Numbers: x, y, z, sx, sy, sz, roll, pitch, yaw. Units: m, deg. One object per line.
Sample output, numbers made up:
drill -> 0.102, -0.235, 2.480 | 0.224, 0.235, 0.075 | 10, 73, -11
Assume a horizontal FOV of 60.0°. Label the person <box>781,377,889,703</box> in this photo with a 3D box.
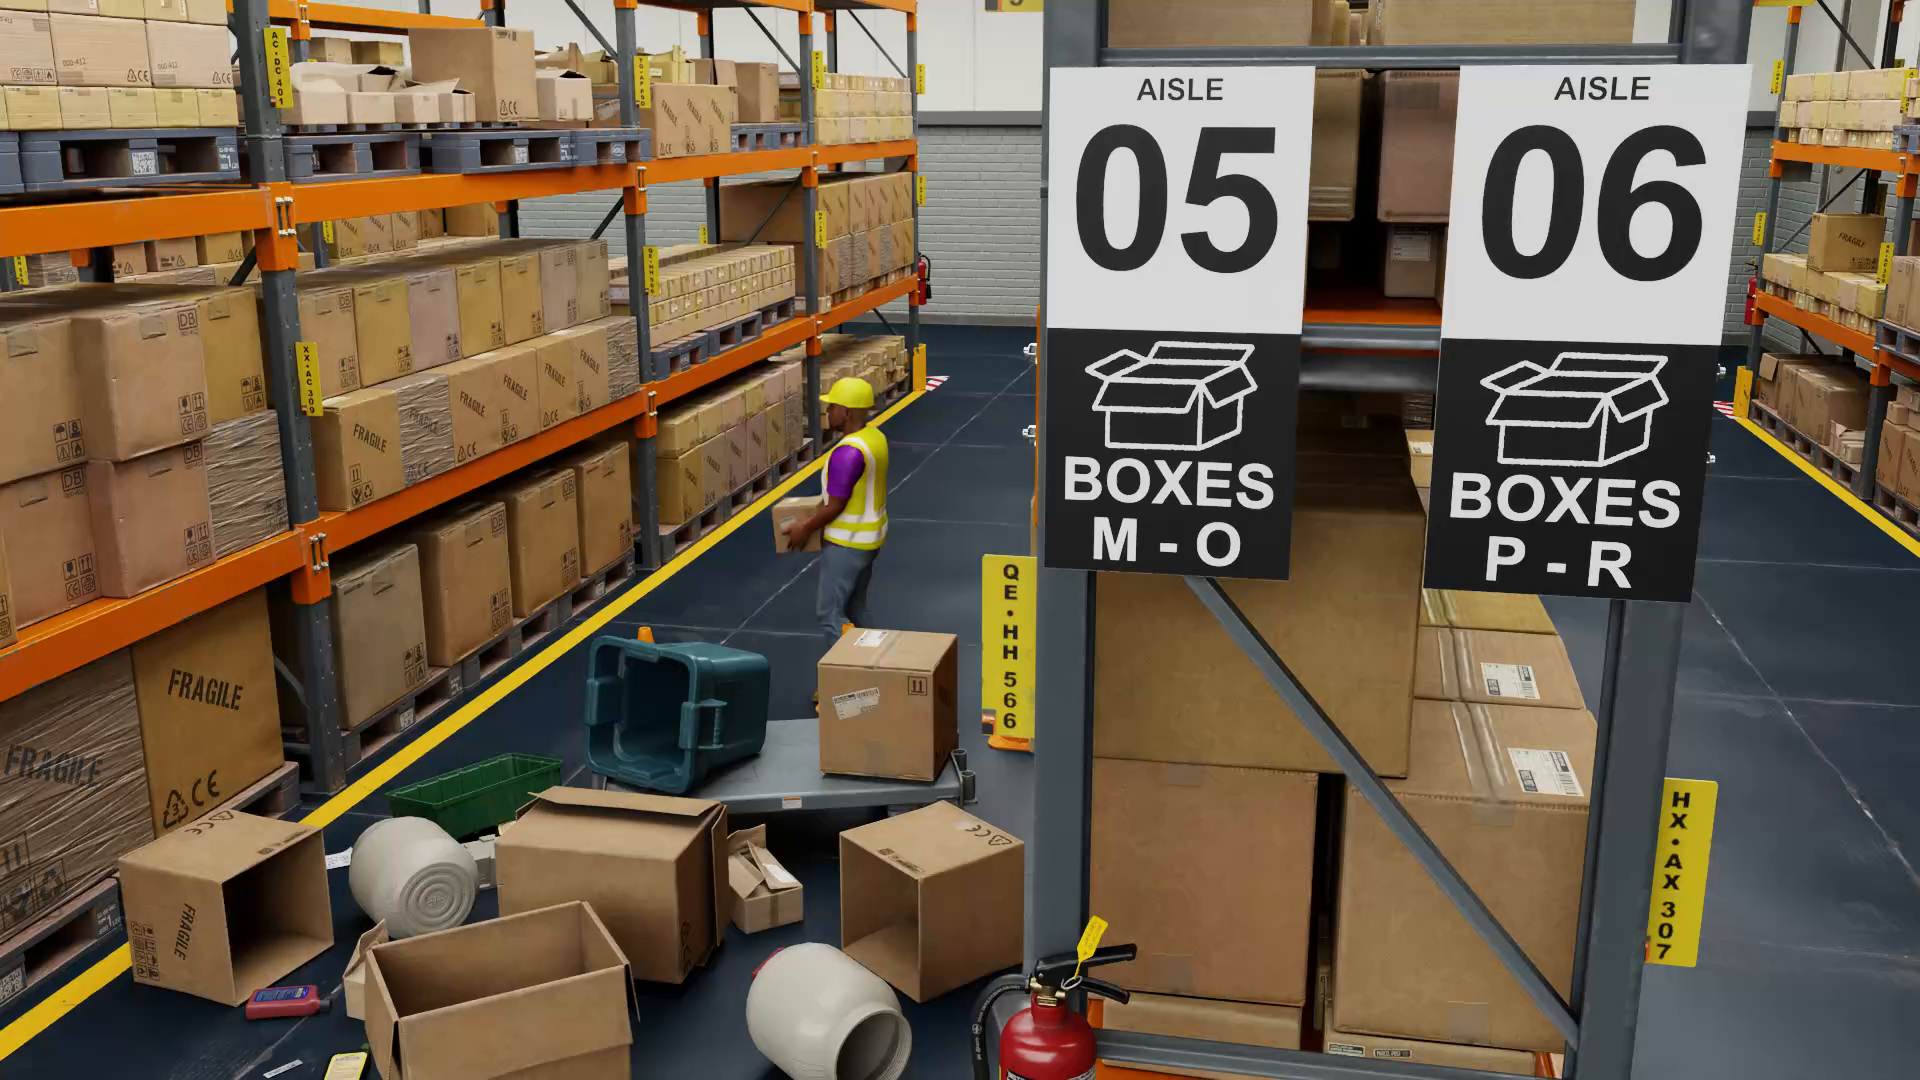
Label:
person -> -0.662, 0.003, 8.958 | 0.539, 1.774, 0.549 | 3, 15, 11
